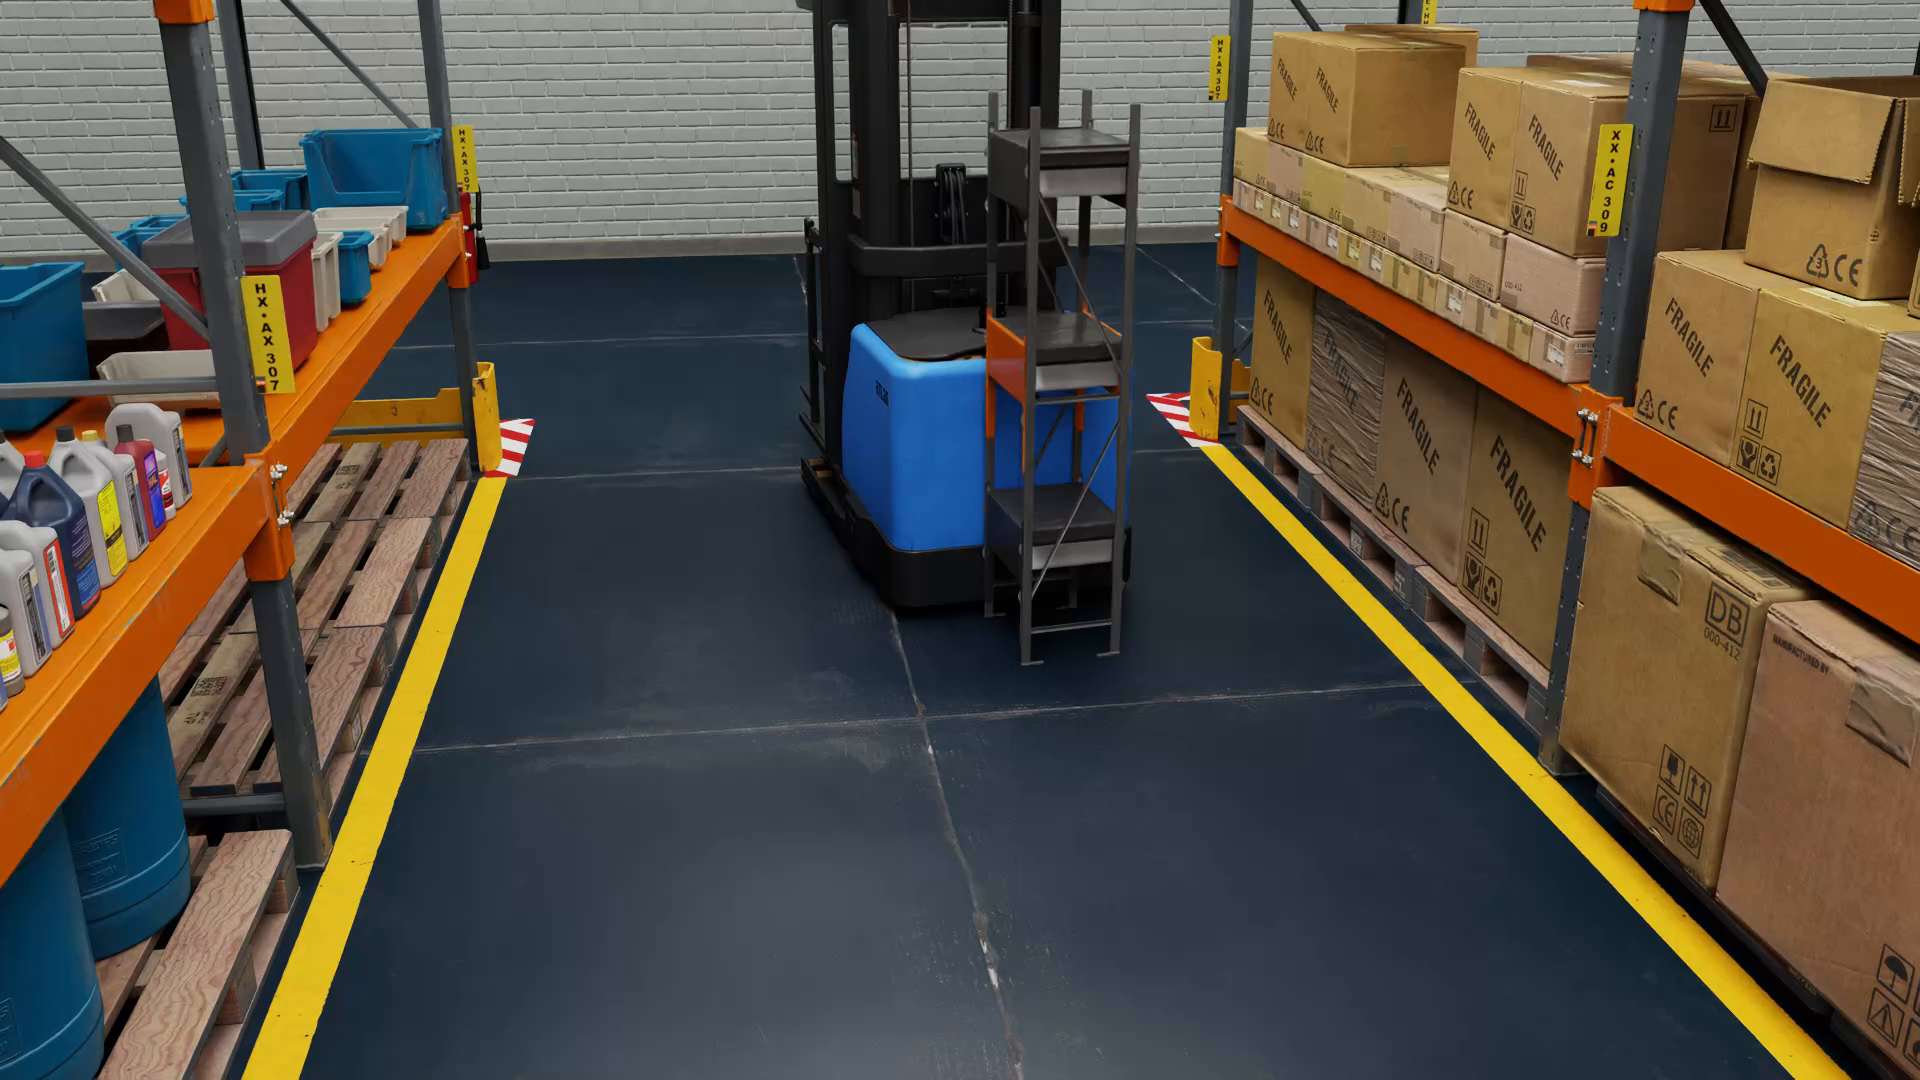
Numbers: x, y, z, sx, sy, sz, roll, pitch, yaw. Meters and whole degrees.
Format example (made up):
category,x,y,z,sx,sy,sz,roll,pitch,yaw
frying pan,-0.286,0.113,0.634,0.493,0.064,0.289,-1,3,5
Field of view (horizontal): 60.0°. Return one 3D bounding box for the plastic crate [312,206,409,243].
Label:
category,x,y,z,sx,sy,sz,roll,pitch,yaw
plastic crate,-2.706,-1.417,7.513,0.396,0.136,0.243,-3,21,-8

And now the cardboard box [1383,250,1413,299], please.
category,x,y,z,sx,sy,sz,roll,pitch,yaw
cardboard box,1.921,-1.067,6.644,0.380,0.149,0.250,-3,21,-9

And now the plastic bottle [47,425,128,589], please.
category,x,y,z,sx,sy,sz,roll,pitch,yaw
plastic bottle,-1.970,-0.076,3.702,0.144,0.351,0.185,-3,21,-8

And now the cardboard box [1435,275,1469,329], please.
category,x,y,z,sx,sy,sz,roll,pitch,yaw
cardboard box,1.995,-0.889,6.167,0.380,0.149,0.250,-3,21,-7

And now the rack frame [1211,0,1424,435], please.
category,x,y,z,sx,sy,sz,roll,pitch,yaw
rack frame,1.898,-2.035,8.878,1.000,3.000,0.127,-3,21,-8

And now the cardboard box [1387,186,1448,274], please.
category,x,y,z,sx,sy,sz,roll,pitch,yaw
cardboard box,2.001,-1.215,6.471,0.500,0.250,0.500,-2,21,-7

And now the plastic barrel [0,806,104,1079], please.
category,x,y,z,sx,sy,sz,roll,pitch,yaw
plastic barrel,-2.263,0.820,3.632,0.600,0.901,0.708,-3,21,-8

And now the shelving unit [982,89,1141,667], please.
category,x,y,z,sx,sy,sz,roll,pitch,yaw
shelving unit,0.364,-0.596,6.305,0.431,2.100,0.503,-6,22,-15

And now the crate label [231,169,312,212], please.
category,x,y,z,sx,sy,sz,roll,pitch,yaw
crate label,-3.293,-1.633,7.955,0.416,0.233,0.303,-3,21,-8

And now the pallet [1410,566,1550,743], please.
category,x,y,z,sx,sy,sz,roll,pitch,yaw
pallet,2.442,0.389,6.373,1.003,0.211,1.213,-3,21,-8

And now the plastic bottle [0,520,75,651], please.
category,x,y,z,sx,sy,sz,roll,pitch,yaw
plastic bottle,-1.925,0.079,3.395,0.152,0.276,0.135,-3,21,-8

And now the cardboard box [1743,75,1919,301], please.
category,x,y,z,sx,sy,sz,roll,pitch,yaw
cardboard box,2.575,-0.946,4.386,0.797,0.503,0.637,-3,21,-9

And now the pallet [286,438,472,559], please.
category,x,y,z,sx,sy,sz,roll,pitch,yaw
pallet,-2.923,-0.192,7.927,1.003,0.211,1.213,-3,21,-8

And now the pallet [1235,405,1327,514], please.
category,x,y,z,sx,sy,sz,roll,pitch,yaw
pallet,2.091,-0.456,8.635,1.003,0.211,1.213,-3,21,-8

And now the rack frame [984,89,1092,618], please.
category,x,y,z,sx,sy,sz,roll,pitch,yaw
rack frame,0.296,-0.680,6.524,0.400,2.100,0.015,-6,22,-15

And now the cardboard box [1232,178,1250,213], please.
category,x,y,z,sx,sy,sz,roll,pitch,yaw
cardboard box,1.623,-1.778,8.548,0.380,0.149,0.250,-3,21,-7

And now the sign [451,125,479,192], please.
category,x,y,z,sx,sy,sz,roll,pitch,yaw
sign,-2.461,-1.895,8.270,0.100,0.325,0.005,-3,21,-8

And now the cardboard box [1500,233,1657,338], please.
category,x,y,z,sx,sy,sz,roll,pitch,yaw
cardboard box,2.151,-0.859,5.518,0.500,0.250,0.500,-3,21,-9

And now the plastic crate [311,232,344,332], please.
category,x,y,z,sx,sy,sz,roll,pitch,yaw
plastic crate,-2.464,-0.911,5.952,0.437,0.282,0.530,-3,21,-8

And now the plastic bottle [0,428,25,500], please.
category,x,y,z,sx,sy,sz,roll,pitch,yaw
plastic bottle,-2.113,-0.068,3.682,0.144,0.351,0.185,-3,21,-8

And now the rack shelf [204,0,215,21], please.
category,x,y,z,sx,sy,sz,roll,pitch,yaw
rack shelf,-2.715,-2.161,5.956,1.077,0.370,4.000,-3,21,-8

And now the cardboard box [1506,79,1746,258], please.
category,x,y,z,sx,sy,sz,roll,pitch,yaw
cardboard box,2.144,-1.216,5.403,0.500,0.500,0.500,-2,21,-6

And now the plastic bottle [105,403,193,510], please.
category,x,y,z,sx,sy,sz,roll,pitch,yaw
plastic bottle,-2.050,-0.222,4.201,0.152,0.276,0.135,-3,21,-8

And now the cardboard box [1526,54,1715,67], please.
category,x,y,z,sx,sy,sz,roll,pitch,yaw
cardboard box,2.516,-1.600,6.431,0.500,0.500,0.500,-4,21,-9

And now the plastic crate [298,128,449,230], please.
category,x,y,z,sx,sy,sz,roll,pitch,yaw
plastic crate,-2.770,-1.724,7.907,0.616,0.435,0.499,-3,21,-8

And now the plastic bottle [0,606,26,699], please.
category,x,y,z,sx,sy,sz,roll,pitch,yaw
plastic bottle,-1.861,0.199,3.180,0.097,0.201,0.097,0,20,0

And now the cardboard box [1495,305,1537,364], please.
category,x,y,z,sx,sy,sz,roll,pitch,yaw
cardboard box,2.069,-0.711,5.692,0.380,0.149,0.250,-3,21,-7

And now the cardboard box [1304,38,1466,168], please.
category,x,y,z,sx,sy,sz,roll,pitch,yaw
cardboard box,1.853,-1.924,7.297,0.500,0.500,0.500,-3,21,-9

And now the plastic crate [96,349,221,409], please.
category,x,y,z,sx,sy,sz,roll,pitch,yaw
plastic crate,-2.352,-0.473,4.988,0.396,0.136,0.243,-3,21,-8

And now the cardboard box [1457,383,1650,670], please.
category,x,y,z,sx,sy,sz,roll,pitch,yaw
cardboard box,2.459,-0.084,6.091,0.875,0.875,0.875,-3,21,-8

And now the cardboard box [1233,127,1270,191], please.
category,x,y,z,sx,sy,sz,roll,pitch,yaw
cardboard box,1.700,-1.924,8.371,0.500,0.250,0.500,-3,21,-9

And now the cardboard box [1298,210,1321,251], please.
category,x,y,z,sx,sy,sz,roll,pitch,yaw
cardboard box,1.773,-1.422,7.596,0.380,0.149,0.250,-3,21,-9

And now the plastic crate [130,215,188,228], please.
category,x,y,z,sx,sy,sz,roll,pitch,yaw
plastic crate,-3.104,-1.177,6.734,0.416,0.233,0.300,-3,21,-8

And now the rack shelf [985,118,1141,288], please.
category,x,y,z,sx,sy,sz,roll,pitch,yaw
rack shelf,0.365,-1.237,6.060,0.431,0.518,0.480,-6,22,-15

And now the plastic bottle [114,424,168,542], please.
category,x,y,z,sx,sy,sz,roll,pitch,yaw
plastic bottle,-1.971,-0.148,3.992,0.061,0.283,0.133,-3,21,-8

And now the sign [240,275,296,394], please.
category,x,y,z,sx,sy,sz,roll,pitch,yaw
sign,-1.882,-0.557,4.525,0.100,0.325,0.005,-3,21,-8

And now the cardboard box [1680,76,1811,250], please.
category,x,y,z,sx,sy,sz,roll,pitch,yaw
cardboard box,2.659,-1.249,5.492,0.500,0.500,0.500,-3,21,-8

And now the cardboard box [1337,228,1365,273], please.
category,x,y,z,sx,sy,sz,roll,pitch,yaw
cardboard box,1.846,-1.245,7.123,0.380,0.149,0.250,-3,21,-9

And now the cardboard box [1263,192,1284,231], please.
category,x,y,z,sx,sy,sz,roll,pitch,yaw
cardboard box,1.698,-1.601,8.073,0.380,0.149,0.250,-3,21,-9

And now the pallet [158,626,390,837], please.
category,x,y,z,sx,sy,sz,roll,pitch,yaw
pallet,-2.571,0.653,5.666,1.003,0.211,1.213,-3,21,-8

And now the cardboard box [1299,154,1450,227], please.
category,x,y,z,sx,sy,sz,roll,pitch,yaw
cardboard box,1.850,-1.571,7.424,0.500,0.250,0.500,-4,21,-10

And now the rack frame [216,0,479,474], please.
category,x,y,z,sx,sy,sz,roll,pitch,yaw
rack frame,-3.003,-1.785,8.209,1.000,3.000,0.127,-3,21,-8

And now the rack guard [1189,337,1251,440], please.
category,x,y,z,sx,sy,sz,roll,pitch,yaw
rack guard,1.895,-0.873,9.338,1.175,0.500,0.348,-3,21,-8

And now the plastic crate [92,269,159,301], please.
category,x,y,z,sx,sy,sz,roll,pitch,yaw
plastic crate,-2.975,-0.893,6.111,0.293,0.136,0.466,-3,21,-8

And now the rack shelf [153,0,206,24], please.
category,x,y,z,sx,sy,sz,roll,pitch,yaw
rack shelf,-2.138,-0.776,2.248,1.077,0.370,4.000,-3,21,-8

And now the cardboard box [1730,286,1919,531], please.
category,x,y,z,sx,sy,sz,roll,pitch,yaw
cardboard box,2.367,-0.351,4.226,0.500,0.500,0.500,-3,21,-8

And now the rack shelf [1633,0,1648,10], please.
category,x,y,z,sx,sy,sz,roll,pitch,yaw
rack shelf,2.186,-2.411,6.625,1.077,0.370,4.000,-3,21,-8

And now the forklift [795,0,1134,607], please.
category,x,y,z,sx,sy,sz,roll,pitch,yaw
forklift,-0.169,-1.583,7.764,1.130,2.935,3.031,-6,21,-15

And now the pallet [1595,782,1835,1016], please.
category,x,y,z,sx,sy,sz,roll,pitch,yaw
pallet,2.660,0.919,4.953,1.003,0.211,1.213,-3,21,-8

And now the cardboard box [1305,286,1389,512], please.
category,x,y,z,sx,sy,sz,roll,pitch,yaw
cardboard box,2.201,-0.704,7.750,0.875,0.875,0.875,-3,21,-8

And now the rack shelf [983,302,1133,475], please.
category,x,y,z,sx,sy,sz,roll,pitch,yaw
rack shelf,0.363,-0.583,6.310,0.431,0.518,0.480,-6,22,-15

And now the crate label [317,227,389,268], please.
category,x,y,z,sx,sy,sz,roll,pitch,yaw
crate label,-2.615,-1.220,6.988,0.396,0.136,0.243,-3,21,-8

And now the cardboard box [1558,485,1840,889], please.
category,x,y,z,sx,sy,sz,roll,pitch,yaw
cardboard box,2.587,0.369,4.878,1.225,0.875,0.875,-3,21,-8

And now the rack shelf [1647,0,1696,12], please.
category,x,y,z,sx,sy,sz,roll,pitch,yaw
rack shelf,2.763,-1.026,2.917,1.077,0.370,4.000,-3,21,-8
